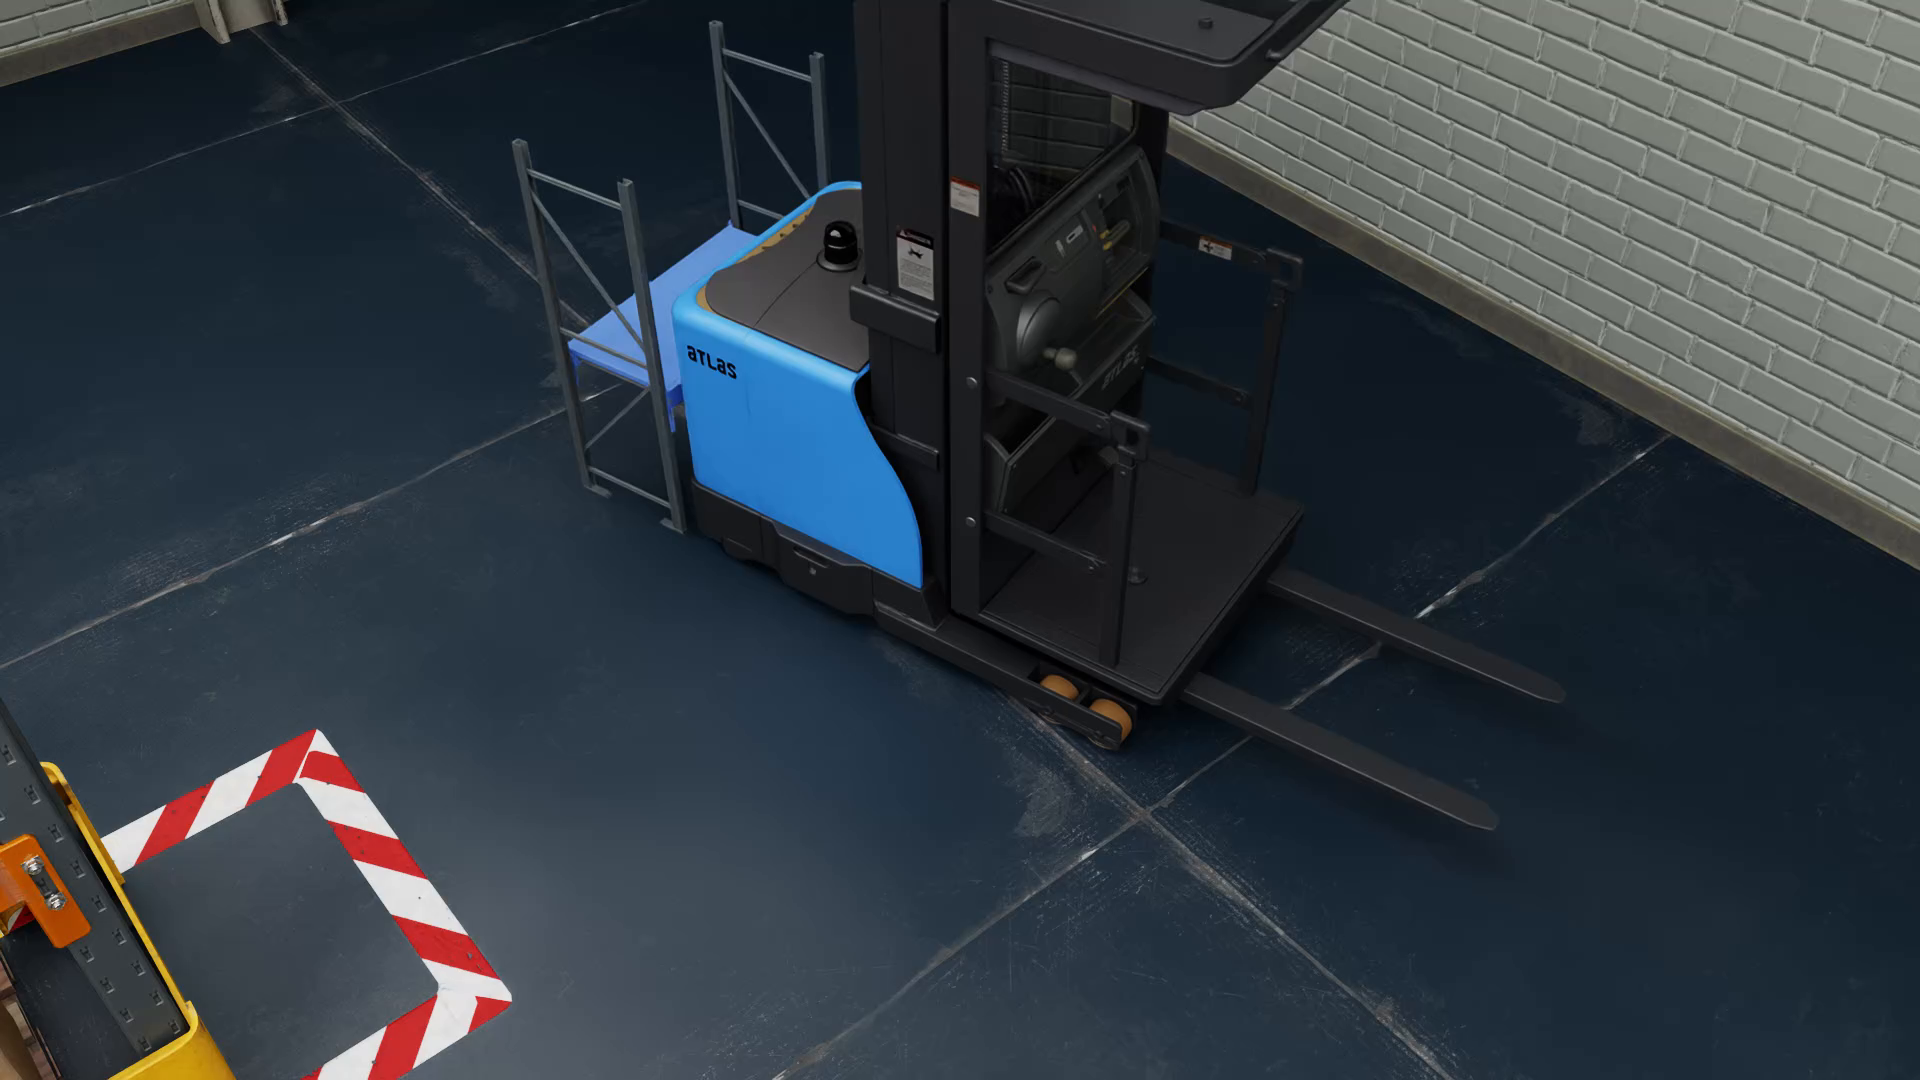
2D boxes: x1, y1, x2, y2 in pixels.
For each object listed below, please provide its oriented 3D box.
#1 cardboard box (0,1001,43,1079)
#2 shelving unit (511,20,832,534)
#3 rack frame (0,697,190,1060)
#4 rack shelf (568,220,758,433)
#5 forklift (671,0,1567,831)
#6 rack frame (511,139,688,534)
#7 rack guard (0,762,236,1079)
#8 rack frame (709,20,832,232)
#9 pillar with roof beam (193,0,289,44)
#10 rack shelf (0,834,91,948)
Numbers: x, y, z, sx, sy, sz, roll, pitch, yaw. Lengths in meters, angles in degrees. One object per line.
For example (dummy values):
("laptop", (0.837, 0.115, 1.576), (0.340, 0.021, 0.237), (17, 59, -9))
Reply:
("cardboard box", (-2.611, 1.366, 4.109), (0.500, 0.500, 0.500), (-30, 51, -28))
("shelving unit", (-0.973, -0.962, 6.178), (0.538, 1.500, 1.048), (24, 48, 23))
("rack frame", (-2.352, 0.247, 3.796), (0.127, 3.000, 1.000), (-30, 51, -28))
("rack shelf", (-0.973, -0.831, 6.301), (0.538, 0.185, 1.000), (24, 48, 23))
("forklift", (0.527, -0.796, 4.956), (3.031, 2.935, 1.130), (24, 48, 24))
("rack frame", (-1.250, -0.670, 5.867), (0.500, 1.500, 0.032), (24, 48, 23))
("rack guard", (-2.411, 1.191, 4.616), (0.348, 0.500, 1.175), (-30, 51, -28))
("rack frame", (-0.697, -1.254, 6.489), (0.500, 1.500, 0.032), (24, 48, 23))
("pillar with roof beam", (-1.255, -3.919, 3.850), (0.400, 9.000, 9.100), (-30, 51, -28))
("rack shelf", (-3.886, 1.388, 3.107), (4.000, 0.370, 1.077), (-30, 51, -28))
